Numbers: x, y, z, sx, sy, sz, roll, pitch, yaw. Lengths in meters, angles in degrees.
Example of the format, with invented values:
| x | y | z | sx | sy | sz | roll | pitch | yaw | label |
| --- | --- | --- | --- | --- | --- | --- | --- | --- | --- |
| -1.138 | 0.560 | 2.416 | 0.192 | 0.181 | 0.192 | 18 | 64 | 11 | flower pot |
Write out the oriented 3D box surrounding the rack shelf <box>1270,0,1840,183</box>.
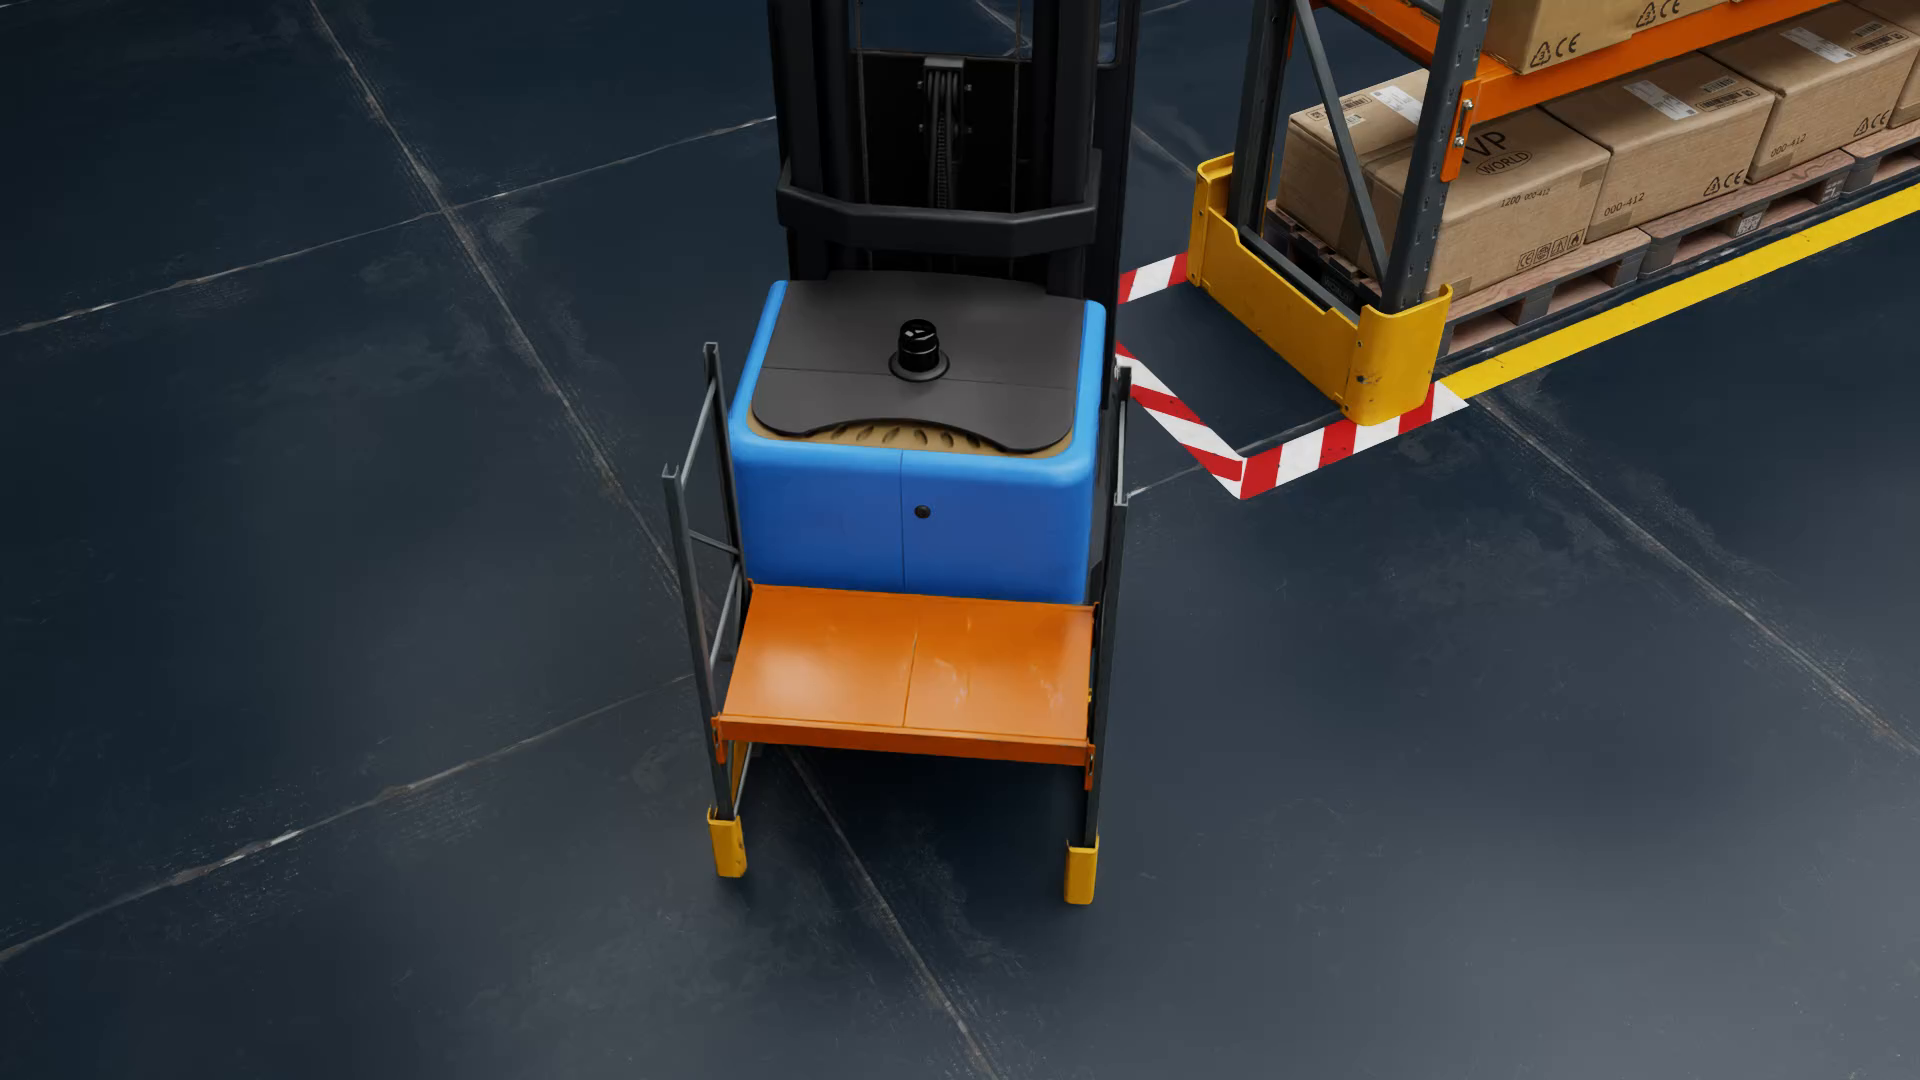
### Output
| x | y | z | sx | sy | sz | roll | pitch | yaw | label |
| --- | --- | --- | --- | --- | --- | --- | --- | --- | --- |
| 3.104 | -2.339 | 6.523 | 4.000 | 0.370 | 1.077 | -22 | 48 | -21 | rack shelf |

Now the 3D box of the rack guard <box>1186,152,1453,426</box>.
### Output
| x | y | z | sx | sy | sz | roll | pitch | yaw | label |
| --- | --- | --- | --- | --- | --- | --- | --- | --- | --- |
| 1.349 | -0.998 | 6.420 | 0.348 | 0.500 | 1.175 | -22 | 48 | -21 | rack guard |

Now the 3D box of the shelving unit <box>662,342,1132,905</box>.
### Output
| x | y | z | sx | sy | sz | roll | pitch | yaw | label |
| --- | --- | --- | --- | --- | --- | --- | --- | --- | --- |
| -0.137 | 0.255 | 4.410 | 1.083 | 1.500 | 0.587 | 4 | 44 | 4 | shelving unit |

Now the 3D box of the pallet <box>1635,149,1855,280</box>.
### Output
| x | y | z | sx | sy | sz | roll | pitch | yaw | label |
| --- | --- | --- | --- | --- | --- | --- | --- | --- | --- |
| 3.081 | -1.648 | 7.297 | 1.213 | 0.211 | 1.003 | -22 | 48 | -21 | pallet |

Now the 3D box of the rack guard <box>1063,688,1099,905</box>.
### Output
| x | y | z | sx | sy | sz | roll | pitch | yaw | label |
| --- | --- | --- | --- | --- | --- | --- | --- | --- | --- |
| 0.359 | 0.734 | 4.813 | 0.087 | 0.250 | 0.587 | 4 | 44 | 4 | rack guard |

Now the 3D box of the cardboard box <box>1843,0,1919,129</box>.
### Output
| x | y | z | sx | sy | sz | roll | pitch | yaw | label |
| --- | --- | --- | --- | --- | --- | --- | --- | --- | --- |
| 4.240 | -2.369 | 7.576 | 0.875 | 0.438 | 0.875 | -22 | 48 | -21 | cardboard box |

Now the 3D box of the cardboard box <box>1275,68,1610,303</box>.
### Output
| x | y | z | sx | sy | sz | roll | pitch | yaw | label |
| --- | --- | --- | --- | --- | --- | --- | --- | --- | --- |
| 1.892 | -1.424 | 6.602 | 0.875 | 0.438 | 0.875 | -23 | 49 | -22 | cardboard box |

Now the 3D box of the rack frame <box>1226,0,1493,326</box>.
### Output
| x | y | z | sx | sy | sz | roll | pitch | yaw | label |
| --- | --- | --- | --- | --- | --- | --- | --- | --- | --- |
| 1.370 | -1.903 | 5.558 | 0.127 | 3.000 | 1.000 | -22 | 48 | -21 | rack frame |

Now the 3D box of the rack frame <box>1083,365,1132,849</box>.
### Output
| x | y | z | sx | sy | sz | roll | pitch | yaw | label |
| --- | --- | --- | --- | --- | --- | --- | --- | --- | --- |
| 0.378 | 0.288 | 4.376 | 0.032 | 1.500 | 0.500 | 4 | 44 | 4 | rack frame |

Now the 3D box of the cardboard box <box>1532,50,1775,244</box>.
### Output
| x | y | z | sx | sy | sz | roll | pitch | yaw | label |
| --- | --- | --- | --- | --- | --- | --- | --- | --- | --- |
| 2.682 | -1.747 | 6.934 | 0.875 | 0.438 | 0.875 | -21 | 48 | -20 | cardboard box |

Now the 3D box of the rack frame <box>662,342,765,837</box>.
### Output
| x | y | z | sx | sy | sz | roll | pitch | yaw | label |
| --- | --- | --- | --- | --- | --- | --- | --- | --- | --- |
| -0.634 | 0.223 | 4.442 | 0.032 | 1.500 | 0.500 | 4 | 44 | 4 | rack frame |

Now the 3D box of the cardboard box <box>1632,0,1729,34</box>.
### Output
| x | y | z | sx | sy | sz | roll | pitch | yaw | label |
| --- | --- | --- | --- | --- | --- | --- | --- | --- | --- |
| 2.354 | -2.125 | 5.714 | 0.500 | 0.500 | 0.500 | -22 | 48 | -21 | cardboard box |

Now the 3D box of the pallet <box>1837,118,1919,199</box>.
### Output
| x | y | z | sx | sy | sz | roll | pitch | yaw | label |
| --- | --- | --- | --- | --- | --- | --- | --- | --- | --- |
| 4.140 | -2.074 | 7.736 | 1.213 | 0.211 | 1.003 | -22 | 48 | -21 | pallet |

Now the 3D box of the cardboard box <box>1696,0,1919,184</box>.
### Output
| x | y | z | sx | sy | sz | roll | pitch | yaw | label |
| --- | --- | --- | --- | --- | --- | --- | --- | --- | --- |
| 3.464 | -2.059 | 7.255 | 0.875 | 0.438 | 0.875 | -23 | 49 | -22 | cardboard box |

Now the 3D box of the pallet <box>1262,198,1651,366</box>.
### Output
| x | y | z | sx | sy | sz | roll | pitch | yaw | label |
| --- | --- | --- | --- | --- | --- | --- | --- | --- | --- |
| 2.024 | -1.227 | 6.863 | 1.213 | 0.211 | 1.003 | -22 | 48 | -21 | pallet |

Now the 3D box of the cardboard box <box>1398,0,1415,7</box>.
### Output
| x | y | z | sx | sy | sz | roll | pitch | yaw | label |
| --- | --- | --- | --- | --- | --- | --- | --- | --- | --- |
| 1.656 | -2.267 | 5.860 | 0.500 | 0.500 | 0.500 | -22 | 48 | -21 | cardboard box |

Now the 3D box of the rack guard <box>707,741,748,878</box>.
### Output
| x | y | z | sx | sy | sz | roll | pitch | yaw | label |
| --- | --- | --- | --- | --- | --- | --- | --- | --- | --- |
| -0.633 | 0.671 | 4.879 | 0.087 | 0.250 | 0.587 | 4 | 44 | 4 | rack guard |

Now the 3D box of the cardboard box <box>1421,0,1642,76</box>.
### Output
| x | y | z | sx | sy | sz | roll | pitch | yaw | label |
| --- | --- | --- | --- | --- | --- | --- | --- | --- | --- |
| 1.929 | -1.933 | 5.516 | 0.500 | 0.500 | 0.500 | -22 | 48 | -21 | cardboard box |

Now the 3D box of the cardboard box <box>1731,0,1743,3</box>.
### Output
| x | y | z | sx | sy | sz | roll | pitch | yaw | label |
| --- | --- | --- | --- | --- | --- | --- | --- | --- | --- |
| 2.804 | -2.290 | 5.884 | 0.500 | 0.500 | 0.500 | -22 | 48 | -21 | cardboard box |

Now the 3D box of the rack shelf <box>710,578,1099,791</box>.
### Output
| x | y | z | sx | sy | sz | roll | pitch | yaw | label |
| --- | --- | --- | --- | --- | --- | --- | --- | --- | --- |
| -0.128 | 0.384 | 4.535 | 1.000 | 0.185 | 0.538 | 4 | 44 | 4 | rack shelf |

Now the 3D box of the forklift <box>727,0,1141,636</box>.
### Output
| x | y | z | sx | sy | sz | roll | pitch | yaw | label |
| --- | --- | --- | --- | --- | --- | --- | --- | --- | --- |
| 0.008 | -1.525 | 5.217 | 1.130 | 2.935 | 3.031 | 4 | 44 | 5 | forklift |
